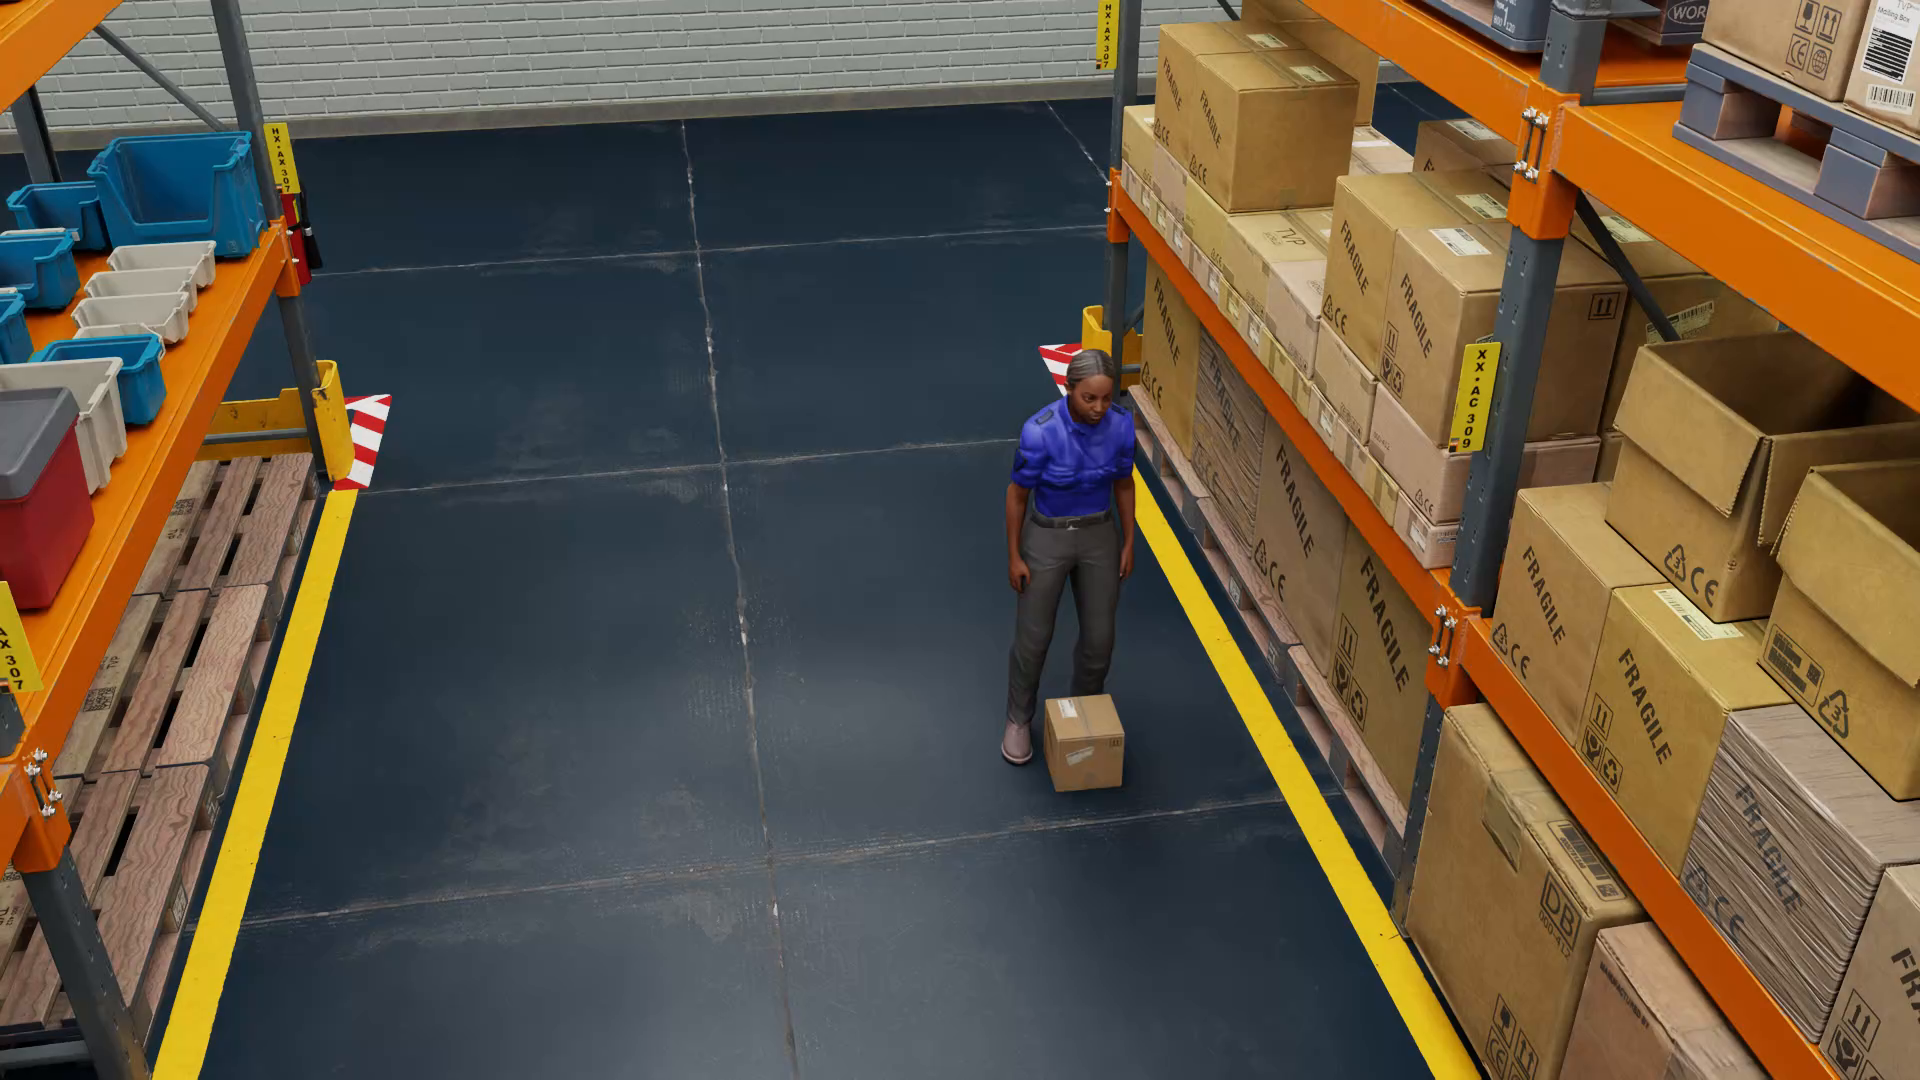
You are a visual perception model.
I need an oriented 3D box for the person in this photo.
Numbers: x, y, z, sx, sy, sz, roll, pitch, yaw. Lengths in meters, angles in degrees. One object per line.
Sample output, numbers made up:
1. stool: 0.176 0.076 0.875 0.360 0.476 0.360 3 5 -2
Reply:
1. person: 0.396 0.042 6.069 0.523 1.653 0.348 -7 32 -12
